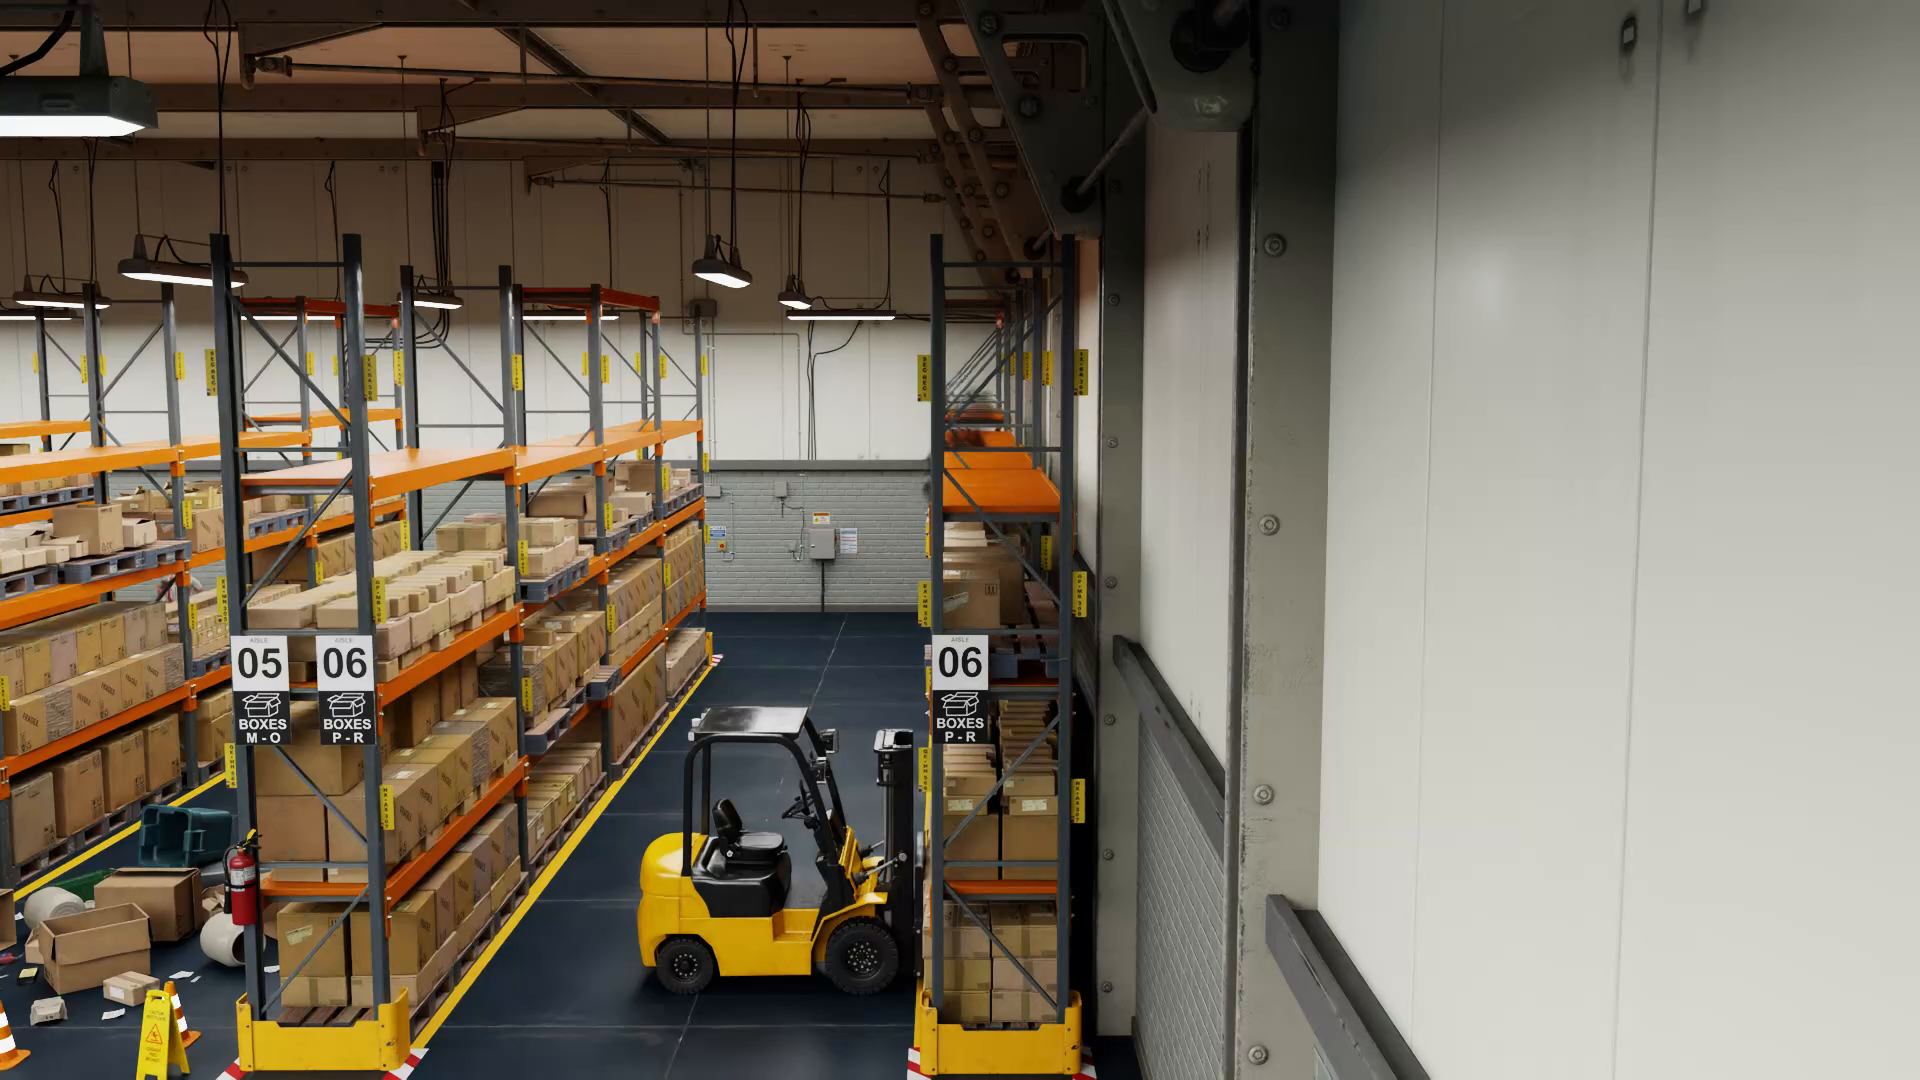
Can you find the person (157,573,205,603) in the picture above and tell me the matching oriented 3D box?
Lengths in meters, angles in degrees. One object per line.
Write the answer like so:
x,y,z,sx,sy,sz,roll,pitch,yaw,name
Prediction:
-12.907,1.193,27.638,0.836,1.752,1.045,-2,7,-18,person
